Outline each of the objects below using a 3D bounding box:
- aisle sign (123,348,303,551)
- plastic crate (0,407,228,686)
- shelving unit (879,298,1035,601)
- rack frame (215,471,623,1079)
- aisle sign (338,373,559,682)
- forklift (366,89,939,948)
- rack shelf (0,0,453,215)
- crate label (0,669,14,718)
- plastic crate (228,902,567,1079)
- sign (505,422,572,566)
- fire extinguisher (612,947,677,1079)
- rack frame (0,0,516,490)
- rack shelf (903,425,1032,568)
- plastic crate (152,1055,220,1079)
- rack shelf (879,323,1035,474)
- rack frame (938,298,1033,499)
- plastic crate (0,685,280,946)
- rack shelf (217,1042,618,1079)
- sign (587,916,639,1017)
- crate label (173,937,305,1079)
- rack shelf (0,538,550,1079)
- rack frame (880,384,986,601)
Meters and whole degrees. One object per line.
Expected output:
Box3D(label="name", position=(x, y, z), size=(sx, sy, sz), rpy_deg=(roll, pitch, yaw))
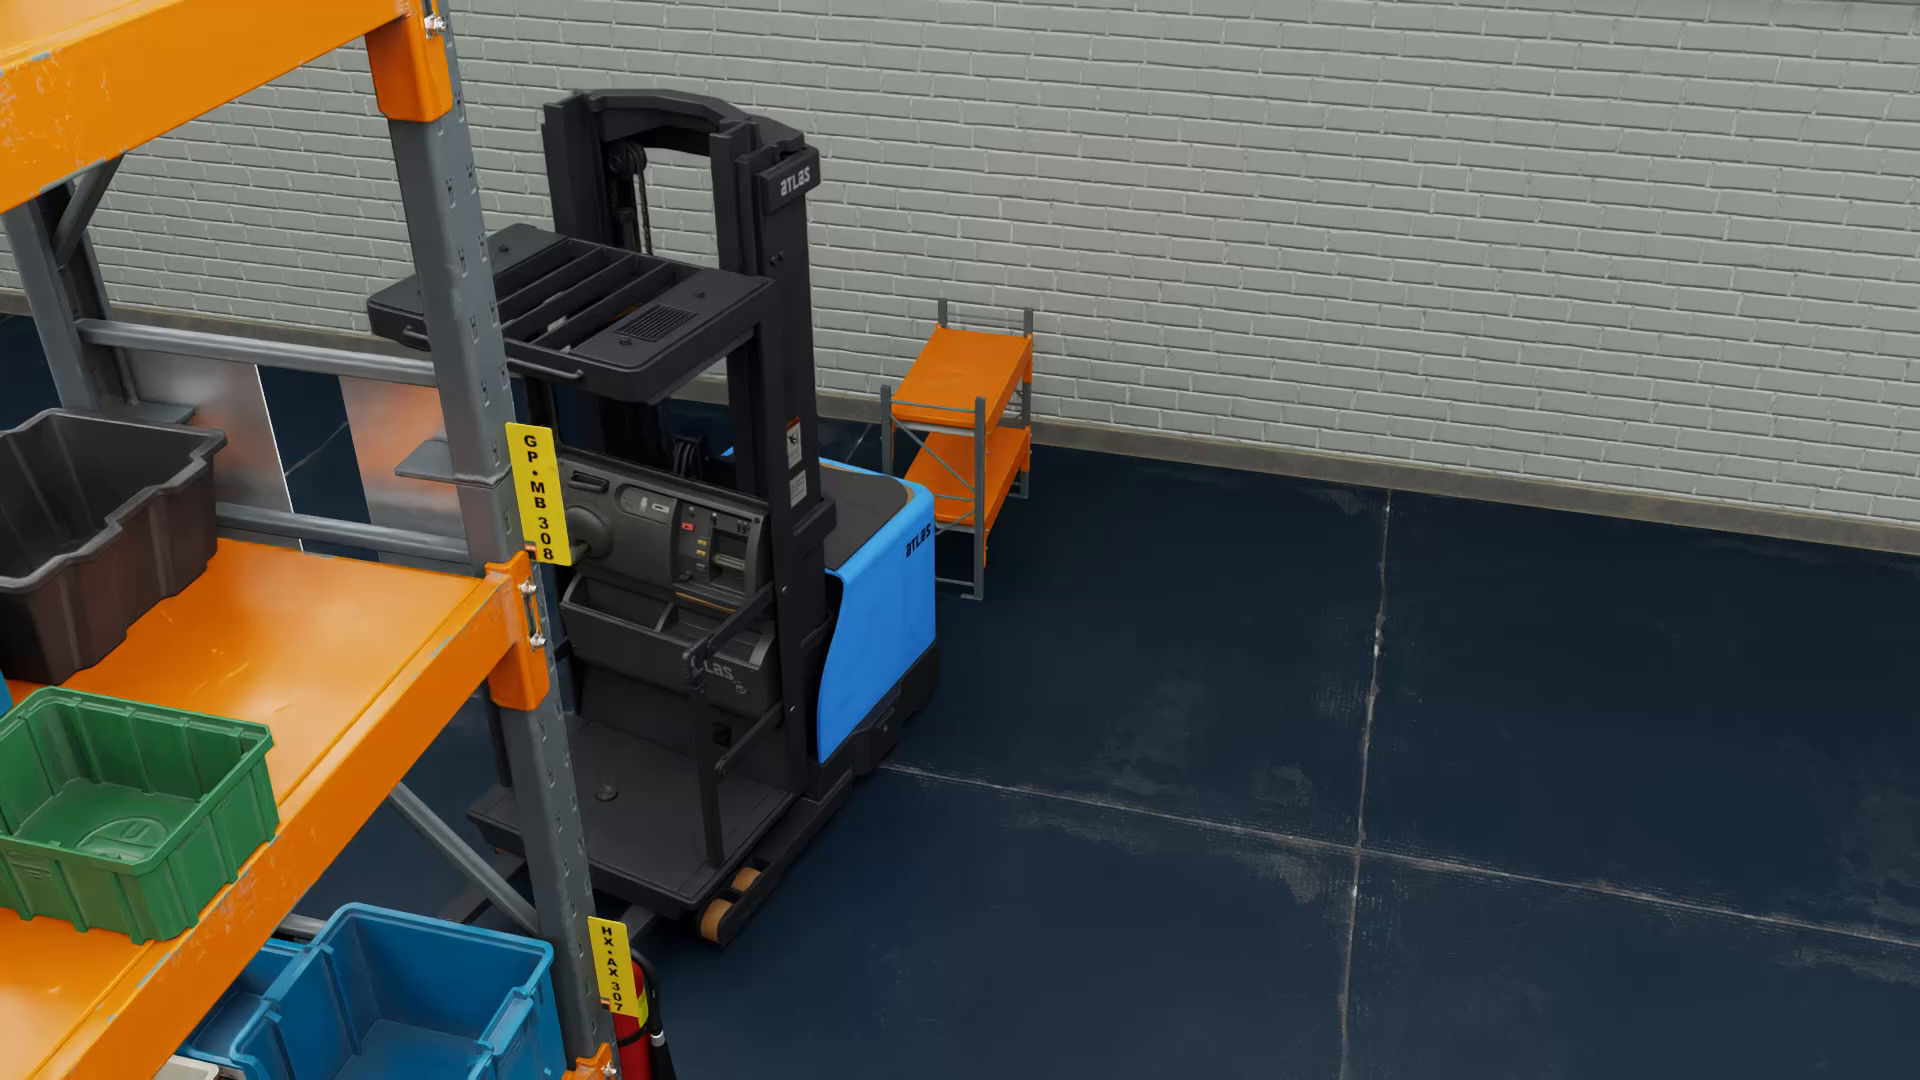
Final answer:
Box3D(label="aisle sign", position=(-1.665, -0.110, 3.704), size=(0.394, 0.787, 0.004), rpy_deg=(8, 33, 12))
Box3D(label="plastic crate", position=(-1.763, 0.016, 3.255), size=(0.497, 0.269, 0.590), rpy_deg=(8, 33, 12))
Box3D(label="shelving unit", position=(0.002, -0.478, 8.454), size=(0.538, 1.125, 1.048), rpy_deg=(8, 33, 12))
Box3D(label="rack frame", position=(-1.396, 1.065, 4.279), size=(1.000, 3.000, 0.127), rpy_deg=(8, 33, 12))
Box3D(label="aisle sign", position=(-1.094, -0.030, 3.578), size=(0.394, 0.787, 0.004), rpy_deg=(8, 33, 12))
Box3D(label="forklift", position=(-1.222, 0.023, 5.982), size=(1.130, 2.935, 3.031), rpy_deg=(16, 36, 23))
Box3D(label="rack shelf", position=(-1.904, 0.043, 1.337), size=(1.077, 0.370, 4.000), rpy_deg=(8, 33, 12))
Box3D(label="crate label", position=(-1.943, 0.297, 2.830), size=(0.408, 0.251, 0.502), rpy_deg=(8, 33, 12))
Box3D(label="plastic crate", position=(-1.300, 1.224, 3.940), size=(0.616, 0.435, 0.499), rpy_deg=(8, 33, 12))
Box3D(label="sign", position=(-0.860, -0.090, 3.398), size=(0.100, 0.325, 0.005), rpy_deg=(8, 33, 12))
Box3D(label="fire extinguisher", position=(-0.918, 1.239, 4.426), size=(0.296, 0.674, 0.183), rpy_deg=(8, 33, 12))
Box3D(label="rack frame", position=(-1.396, -1.467, 2.669), size=(1.000, 3.000, 0.127), rpy_deg=(8, 33, 12))
Box3D(label="rack shelf", position=(0.002, -0.272, 8.585), size=(0.538, 0.278, 1.000), rpy_deg=(8, 33, 12))
Box3D(label="plastic crate", position=(-1.939, 1.389, 3.958), size=(0.250, 0.136, 0.298), rpy_deg=(8, 33, 12))
Box3D(label="rack shelf", position=(0.002, -0.725, 8.297), size=(0.538, 0.278, 1.000), rpy_deg=(8, 33, 12))
Box3D(label="rack frame", position=(0.131, -0.742, 8.869), size=(0.500, 1.125, 0.032), rpy_deg=(8, 33, 12))
Box3D(label="plastic crate", position=(-1.370, 0.439, 2.665), size=(0.450, 0.188, 0.336), rpy_deg=(8, 33, 12))
Box3D(label="rack shelf", position=(-1.904, 2.406, 2.839), size=(1.077, 0.370, 4.000), rpy_deg=(8, 33, 12))
Box3D(label="sign", position=(-0.860, 1.063, 4.131), size=(0.100, 0.325, 0.005), rpy_deg=(8, 33, 12))
Box3D(label="crate label", position=(-1.777, 1.194, 4.177), size=(0.416, 0.233, 0.303), rpy_deg=(8, 33, 12))
Box3D(label="rack shelf", position=(-1.904, 1.140, 2.035), size=(1.077, 0.370, 4.000), rpy_deg=(8, 33, 12))
Box3D(label="rack frame", position=(-0.127, -0.214, 8.039), size=(0.500, 1.125, 0.032), rpy_deg=(8, 33, 12))
